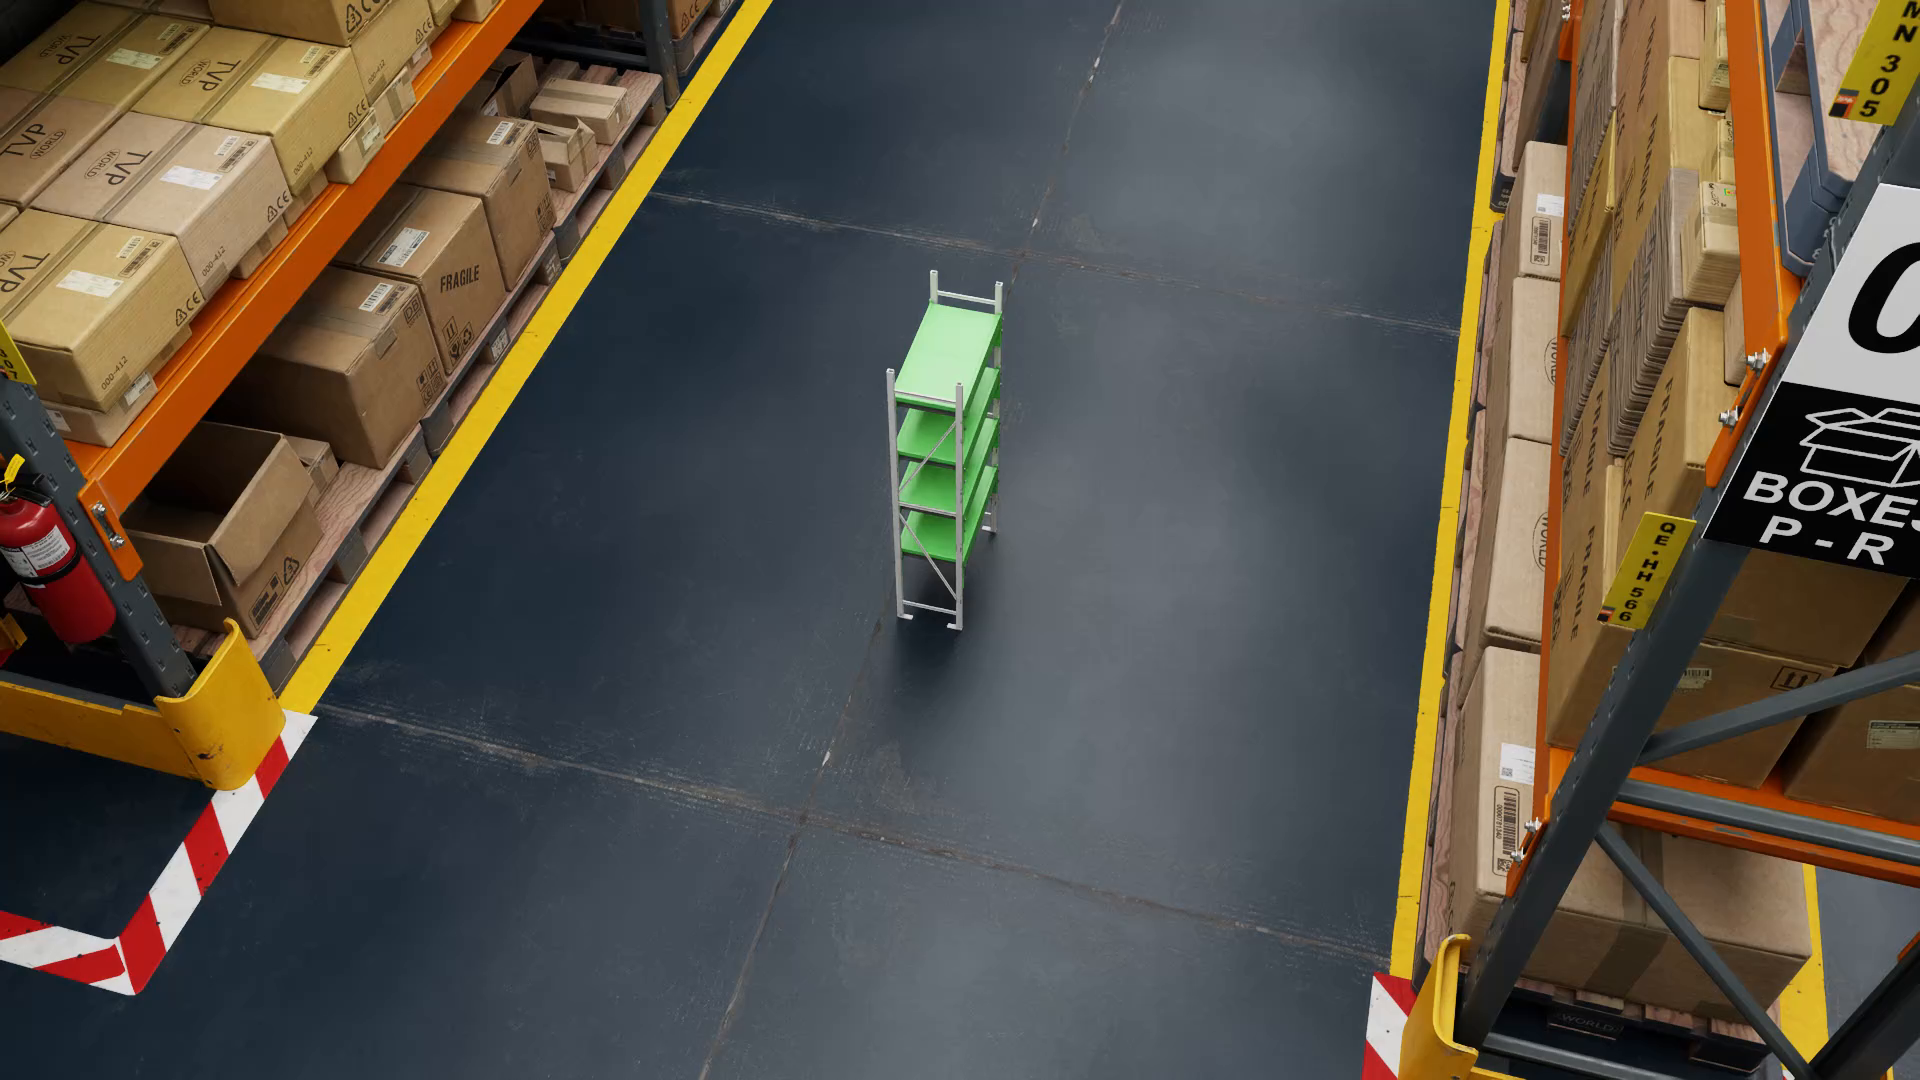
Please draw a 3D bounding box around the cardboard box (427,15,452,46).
[{"bbox_3d":[-2.115,-1.938,6.128,0.380,0.149,0.250,12,50,11],"label":"cardboard box"}]

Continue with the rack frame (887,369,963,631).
[{"bbox_3d":[-0.108,-0.101,5.539,0.240,1.200,0.015,12,50,10],"label":"rack frame"}]

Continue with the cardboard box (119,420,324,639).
[{"bbox_3d":[-2.672,-0.070,5.696,0.797,0.503,0.637,10,49,9],"label":"cardboard box"}]

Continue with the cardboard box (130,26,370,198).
[{"bbox_3d":[-2.282,-1.389,5.377,0.500,0.250,0.500,11,49,9],"label":"cardboard box"}]

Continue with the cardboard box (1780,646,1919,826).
[{"bbox_3d":[2.269,0.320,3.900,0.500,0.500,0.500,11,50,10],"label":"cardboard box"}]

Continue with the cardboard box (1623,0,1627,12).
[{"bbox_3d":[2.421,-1.953,5.239,0.500,0.500,0.500,11,49,10],"label":"cardboard box"}]

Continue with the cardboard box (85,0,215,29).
[{"bbox_3d":[-2.649,-1.875,5.806,0.500,0.250,0.500,11,50,10],"label":"cardboard box"}]

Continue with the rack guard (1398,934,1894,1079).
[{"bbox_3d":[1.859,1.488,4.603,1.175,0.500,0.348,12,50,10],"label":"rack guard"}]

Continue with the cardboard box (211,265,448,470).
[{"bbox_3d":[-2.409,-0.680,6.236,0.700,0.500,0.500,13,50,12],"label":"cardboard box"}]

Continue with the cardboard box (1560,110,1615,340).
[{"bbox_3d":[2.133,-0.901,4.978,0.500,0.500,0.500,13,50,11],"label":"cardboard box"}]

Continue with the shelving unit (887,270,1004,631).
[{"bbox_3d":[-0.044,-0.277,5.694,0.258,1.200,0.503,12,50,10],"label":"shelving unit"}]

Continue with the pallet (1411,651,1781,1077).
[{"bbox_3d":[2.001,0.972,5.251,1.003,0.211,1.213,12,50,10],"label":"pallet"}]

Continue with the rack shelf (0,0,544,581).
[{"bbox_3d":[-2.398,-1.542,6.090,1.077,0.370,4.000,12,50,10],"label":"rack shelf"}]

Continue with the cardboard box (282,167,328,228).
[{"bbox_3d":[-2.325,-1.188,5.465,0.380,0.149,0.250,12,50,11],"label":"cardboard box"}]

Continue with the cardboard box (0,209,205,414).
[{"bbox_3d":[-2.545,-0.657,4.731,0.500,0.250,0.500,12,50,10],"label":"cardboard box"}]

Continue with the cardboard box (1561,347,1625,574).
[{"bbox_3d":[1.884,-0.151,4.316,0.500,0.500,0.500,11,49,9],"label":"cardboard box"}]

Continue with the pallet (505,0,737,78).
[{"bbox_3d":[-1.694,-2.900,8.668,1.003,0.211,1.213,12,50,10],"label":"pallet"}]

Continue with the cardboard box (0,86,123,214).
[{"bbox_3d":[-2.922,-1.140,5.157,0.500,0.250,0.500,12,50,10],"label":"cardboard box"}]

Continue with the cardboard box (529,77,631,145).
[{"bbox_3d":[-1.734,-1.961,7.602,0.380,0.149,0.250,10,49,9],"label":"cardboard box"}]

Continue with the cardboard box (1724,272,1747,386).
[{"bbox_3d":[1.811,-0.423,3.456,0.380,0.149,0.250,12,50,11],"label":"cardboard box"}]

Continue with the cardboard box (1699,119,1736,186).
[{"bbox_3d":[1.903,-0.800,3.789,0.380,0.149,0.250,13,50,11],"label":"cardboard box"}]

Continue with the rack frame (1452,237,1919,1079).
[{"bbox_3d":[1.866,0.643,3.681,1.000,3.000,0.127,12,50,10],"label":"rack frame"}]

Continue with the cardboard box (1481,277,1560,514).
[{"bbox_3d":[2.415,-0.460,6.084,0.875,0.438,0.875,10,49,9],"label":"cardboard box"}]

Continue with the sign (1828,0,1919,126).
[{"bbox_3d":[1.346,-0.733,2.358,0.100,0.325,0.005,12,50,10],"label":"sign"}]

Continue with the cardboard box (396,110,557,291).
[{"bbox_3d":[-2.136,-1.430,6.899,0.700,0.500,0.500,10,49,9],"label":"cardboard box"}]

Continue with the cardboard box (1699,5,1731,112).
[{"bbox_3d":[2.050,-1.168,4.114,0.380,0.149,0.250,13,50,11],"label":"cardboard box"}]

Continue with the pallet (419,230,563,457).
[{"bbox_3d":[-2.372,-0.922,6.923,1.003,0.211,1.213,12,50,10],"label":"pallet"}]

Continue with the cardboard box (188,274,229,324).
[{"bbox_3d":[-2.515,-0.824,5.144,0.380,0.149,0.250,11,49,10],"label":"cardboard box"}]

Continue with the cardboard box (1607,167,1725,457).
[{"bbox_3d":[1.872,-0.500,3.957,0.500,0.500,0.500,12,50,10],"label":"cardboard box"}]

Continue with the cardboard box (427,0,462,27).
[{"bbox_3d":[-2.031,-2.136,6.036,0.500,0.250,0.500,11,50,10],"label":"cardboard box"}]

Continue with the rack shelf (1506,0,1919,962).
[{"bbox_3d":[2.392,-0.565,5.228,1.077,0.370,4.000,12,50,10],"label":"rack shelf"}]

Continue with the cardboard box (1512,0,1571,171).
[{"bbox_3d":[3.004,-2.150,7.284,0.875,0.875,0.875,13,50,11],"label":"cardboard box"}]

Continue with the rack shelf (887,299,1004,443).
[{"bbox_3d":[-0.044,-0.553,5.382,0.258,0.148,0.480,12,50,10],"label":"rack shelf"}]

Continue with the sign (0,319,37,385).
[{"bbox_3d":[-2.400,-0.513,4.125,0.100,0.325,0.005,12,50,10],"label":"sign"}]

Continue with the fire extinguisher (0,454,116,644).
[{"bbox_3d":[-2.517,0.013,4.538,0.296,0.674,0.183,12,50,10],"label":"fire extinguisher"}]

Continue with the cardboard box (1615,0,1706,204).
[{"bbox_3d":[2.140,-1.220,4.593,0.500,0.500,0.500,11,50,10],"label":"cardboard box"}]

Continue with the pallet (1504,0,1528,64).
[{"bbox_3d":[3.368,-2.785,8.567,1.003,0.211,1.213,12,50,10],"label":"pallet"}]

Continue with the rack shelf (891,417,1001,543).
[{"bbox_3d":[-0.044,-0.235,5.742,0.258,0.148,0.480,12,50,10],"label":"rack shelf"}]

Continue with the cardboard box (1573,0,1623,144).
[{"bbox_3d":[2.406,-1.632,5.623,0.500,0.500,0.500,12,50,10],"label":"cardboard box"}]

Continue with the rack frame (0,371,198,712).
[{"bbox_3d":[-2.924,-0.333,4.544,1.000,3.000,0.127,12,50,10],"label":"rack frame"}]

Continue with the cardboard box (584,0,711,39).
[{"bbox_3d":[-1.527,-2.844,8.146,0.500,0.500,0.500,14,50,12],"label":"cardboard box"}]

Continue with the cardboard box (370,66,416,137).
[{"bbox_3d":[-2.136,-1.550,5.785,0.380,0.149,0.250,13,50,11],"label":"cardboard box"}]

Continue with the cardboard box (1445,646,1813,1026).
[{"bbox_3d":[1.943,0.855,4.923,0.875,0.438,0.875,10,49,9],"label":"cardboard box"}]

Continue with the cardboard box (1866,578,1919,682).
[{"bbox_3d":[2.267,-0.011,3.526,0.500,0.500,0.500,11,49,9],"label":"cardboard box"}]

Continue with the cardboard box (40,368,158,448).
[{"bbox_3d":[-2.573,-0.434,4.800,0.380,0.149,0.250,11,50,10],"label":"cardboard box"}]

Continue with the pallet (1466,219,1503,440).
[{"bbox_3d":[2.643,-0.792,6.809,1.003,0.211,1.213,12,50,10],"label":"pallet"}]
